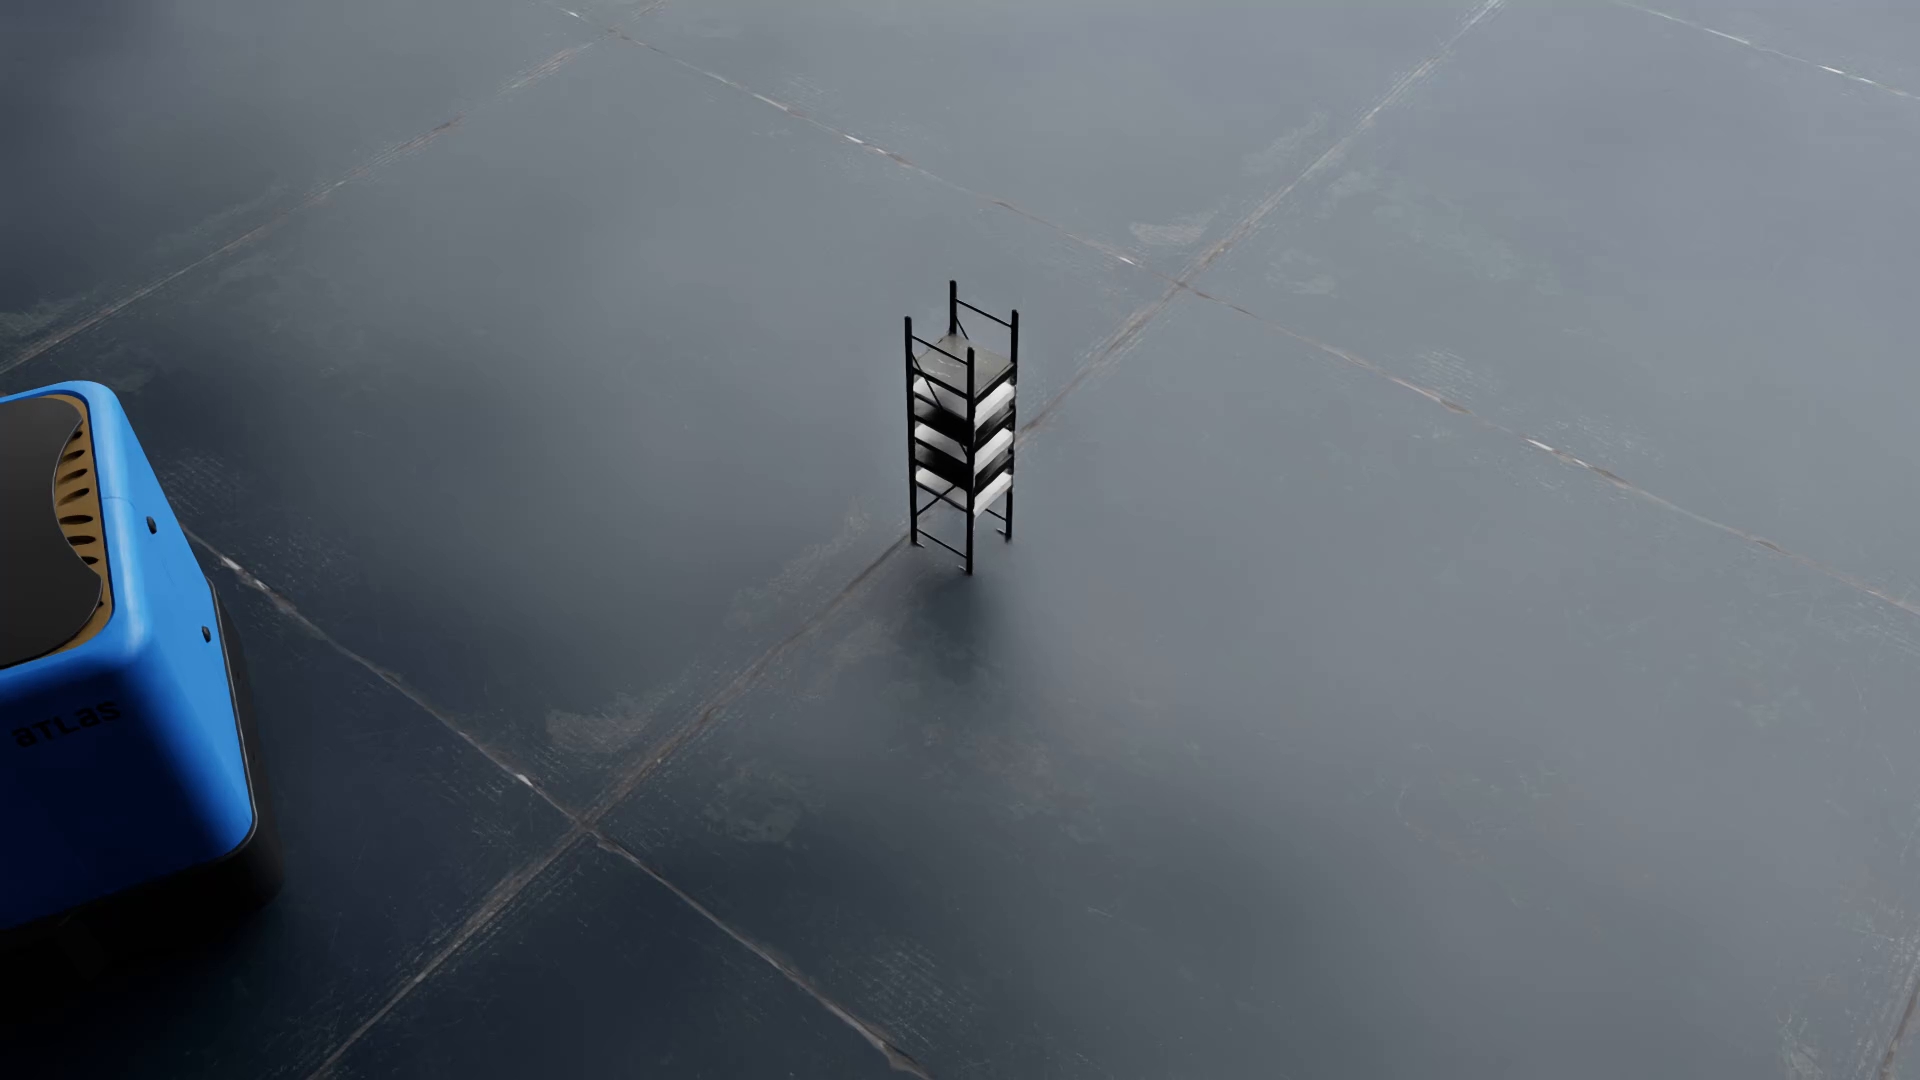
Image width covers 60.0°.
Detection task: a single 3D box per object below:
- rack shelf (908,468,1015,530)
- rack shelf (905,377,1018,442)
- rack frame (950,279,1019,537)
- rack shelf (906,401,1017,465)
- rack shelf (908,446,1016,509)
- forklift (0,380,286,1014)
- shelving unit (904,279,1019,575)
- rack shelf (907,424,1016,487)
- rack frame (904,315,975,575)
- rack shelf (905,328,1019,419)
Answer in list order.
[{"bbox_3d":[0.005,-0.168,5.083,0.258,0.077,0.200,29,53,25],"label":"rack shelf"},{"bbox_3d":[0.005,-0.417,4.823,0.258,0.077,0.200,29,53,25],"label":"rack shelf"},{"bbox_3d":[0.067,-0.374,4.985,0.240,0.900,0.006,29,53,25],"label":"rack frame"},{"bbox_3d":[0.005,-0.355,4.888,0.258,0.077,0.200,29,53,25],"label":"rack shelf"},{"bbox_3d":[0.005,-0.230,5.018,0.258,0.077,0.200,29,53,25],"label":"rack shelf"},{"bbox_3d":[-3.312,0.062,3.163,3.031,2.935,1.130,-18,49,-16],"label":"forklift"},{"bbox_3d":[0.005,-0.315,4.929,0.258,0.900,0.210,29,53,25],"label":"shelving unit"},{"bbox_3d":[0.005,-0.292,4.953,0.258,0.077,0.200,29,53,25],"label":"rack shelf"},{"bbox_3d":[-0.057,-0.257,4.873,0.240,0.900,0.006,29,53,25],"label":"rack frame"},{"bbox_3d":[0.005,-0.479,4.758,0.258,0.077,0.200,29,53,25],"label":"rack shelf"}]
